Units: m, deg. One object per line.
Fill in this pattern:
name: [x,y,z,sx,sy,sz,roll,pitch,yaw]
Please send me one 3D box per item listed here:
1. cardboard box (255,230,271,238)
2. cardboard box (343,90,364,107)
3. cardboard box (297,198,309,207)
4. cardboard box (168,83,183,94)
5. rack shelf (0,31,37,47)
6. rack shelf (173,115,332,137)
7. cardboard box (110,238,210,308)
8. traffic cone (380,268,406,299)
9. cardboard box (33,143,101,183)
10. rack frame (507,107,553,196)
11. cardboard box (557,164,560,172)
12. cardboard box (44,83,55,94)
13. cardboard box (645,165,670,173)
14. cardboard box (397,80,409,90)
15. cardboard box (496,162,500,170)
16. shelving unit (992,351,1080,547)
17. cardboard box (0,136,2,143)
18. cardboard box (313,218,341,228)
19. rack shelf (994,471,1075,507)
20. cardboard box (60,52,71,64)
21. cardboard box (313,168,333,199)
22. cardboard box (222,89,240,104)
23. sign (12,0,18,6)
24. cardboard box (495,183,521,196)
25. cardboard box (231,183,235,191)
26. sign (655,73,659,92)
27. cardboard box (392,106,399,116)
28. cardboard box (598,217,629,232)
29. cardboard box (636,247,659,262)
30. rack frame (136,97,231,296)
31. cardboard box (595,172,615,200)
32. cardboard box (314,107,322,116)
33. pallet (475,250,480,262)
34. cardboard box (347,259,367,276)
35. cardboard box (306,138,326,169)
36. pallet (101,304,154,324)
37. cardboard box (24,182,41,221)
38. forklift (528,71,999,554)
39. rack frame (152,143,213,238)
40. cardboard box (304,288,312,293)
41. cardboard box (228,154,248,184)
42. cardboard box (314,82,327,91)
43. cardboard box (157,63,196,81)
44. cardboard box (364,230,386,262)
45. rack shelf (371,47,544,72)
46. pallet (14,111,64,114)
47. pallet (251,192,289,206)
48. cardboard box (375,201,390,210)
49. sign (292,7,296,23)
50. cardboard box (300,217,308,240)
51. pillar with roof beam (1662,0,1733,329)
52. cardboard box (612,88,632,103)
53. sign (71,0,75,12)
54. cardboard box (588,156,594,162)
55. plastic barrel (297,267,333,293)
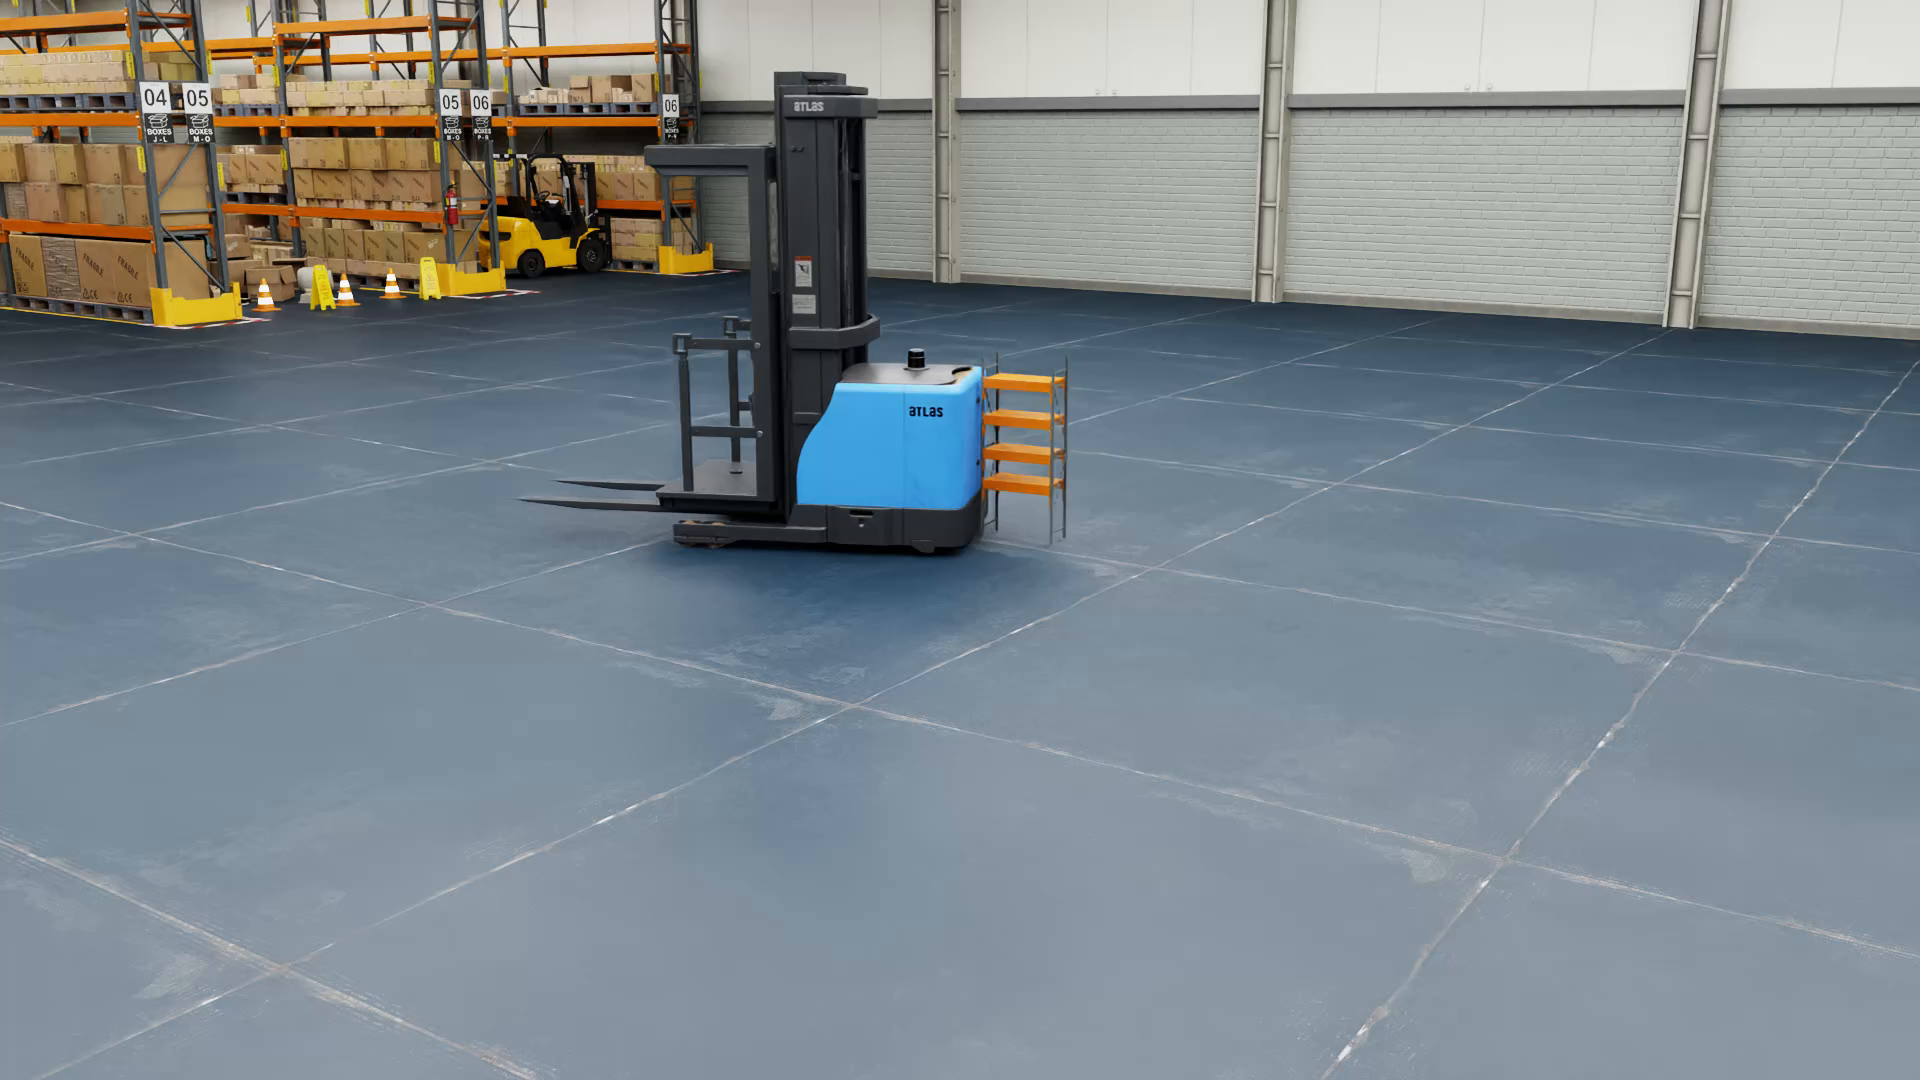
cardboard box: [-15.713,-6.927,37.623,0.250,0.149,0.380,9,16,31]
cardboard box: [-9.741,-7.238,27.269,0.500,0.250,0.500,9,17,33]
cardboard box: [-11.133,-5.800,28.533,0.250,0.149,0.380,9,17,33]
cardboard box: [-10.681,-6.187,22.774,0.250,0.149,0.380,9,17,33]
rack shelf: [-15.554,-7.664,25.387,4.000,0.370,1.077,9,17,33]
rack shelf: [-12.875,-7.403,29.741,4.000,0.370,1.077,9,17,33]
cardboard box: [-11.175,-3.741,23.242,0.875,0.875,0.875,9,17,33]
traffic cone: [-8.973,-4.061,26.264,0.334,0.463,0.336,9,17,33]
cardboard box: [-12.715,-5.418,23.907,0.550,0.550,0.875,9,17,33]
rack frame: [-8.448,-7.018,32.932,0.127,3.000,1.000,9,17,33]
cardboard box: [-7.503,-7.139,31.863,0.250,0.149,0.380,9,17,32]
cardboard box: [-12.520,-6.293,23.202,0.250,0.149,0.380,9,17,34]
cardboard box: [-5.573,-6.836,30.637,0.250,0.149,0.380,9,17,34]
cardboard box: [-8.756,-7.272,26.578,0.250,0.149,0.380,9,16,32]
cardboard box: [-9.080,-7.414,32.973,0.250,0.149,0.380,9,16,32]
shelving unit: [0.487,-0.588,10.704,0.503,1.200,0.258,6,15,24]
cardboard box: [-19.312,-8.111,33.710,0.250,0.149,0.380,9,16,32]
cardboard box: [-10.806,-5.414,28.390,0.250,0.149,0.380,9,17,34]
rack shelf: [0.487,-0.330,10.767,0.480,0.148,0.258,6,15,24]
cardboard box: [-12.099,-6.613,22.833,0.250,0.149,0.380,9,16,32]
cardboard box: [-10.576,-6.044,28.168,0.500,0.500,0.500,9,17,33]
cardboard box: [-12.620,-7.802,29.294,0.500,0.250,0.500,9,17,34]
sign: [-18.184,-10.436,31.980,0.005,0.325,0.100,9,17,33]
cardboard box: [-9.012,-6.961,33.012,0.500,0.250,0.500,10,17,34]
cardboard box: [-12.796,-6.319,29.758,0.250,0.149,0.380,9,16,31]
sign: [-5.444,-8.223,29.878,0.005,0.325,0.100,9,17,33]
cardboard box: [-8.948,-6.934,26.873,0.250,0.149,0.380,9,17,33]
cardboard box: [-6.537,-5.969,31.460,0.500,0.250,0.500,9,17,34]
cardboard box: [-5.695,-5.351,31.045,0.500,0.250,0.500,9,17,33]
rack frame: [-10.575,-4.491,22.723,0.127,3.000,1.000,9,17,33]
cardboard box: [-6.535,-6.684,31.374,0.500,0.500,0.500,9,16,32]
cardboard box: [-10.640,-7.214,28.003,0.250,0.149,0.380,9,17,33]
pallet: [-9.081,-5.756,33.635,1.213,0.211,1.003,9,17,33]
cardboard box: [-9.986,-4.624,28.109,0.500,0.250,0.500,9,16,32]
cardboard box: [-10.560,-6.531,28.057,0.500,0.500,0.700,9,17,33]
pallet: [-11.282,-3.229,23.428,1.213,0.211,1.003,9,17,33]
cardboard box: [-13.112,-4.984,24.402,0.550,0.550,0.875,9,17,33]
forklift: [-1.304,-1.487,10.730,3.031,2.935,1.130,2,14,10]
rack frame: [-14.535,-6.564,31.099,0.127,3.000,1.000,9,17,33]
cardboard box: [-10.111,-3.881,26.190,0.380,0.149,0.250,-7,15,-25]
cardboard box: [-12.564,-6.578,29.451,0.500,0.500,0.500,10,17,35]
cardboard box: [-10.487,-7.535,27.641,0.250,0.149,0.380,9,17,32]
cardboard box: [-10.832,-6.387,22.751,0.500,0.250,0.500,9,17,33]
cardboard box: [-9.556,-4.919,27.738,0.500,0.500,0.500,9,16,32]
rack shelf: [-10.108,-9.655,33.429,4.000,0.370,1.077,9,17,33]
pallet: [-18.527,-8.626,33.368,1.213,0.211,1.003,9,17,33]
pallet: [-11.768,-6.066,29.486,1.213,0.211,1.003,9,17,33]
cardboard box: [-9.426,-5.535,27.462,0.250,0.149,0.380,9,17,32]
sign: [-14.782,-11.645,36.864,0.005,0.325,0.100,9,17,33]
cardboard box: [-14.363,-6.902,36.792,0.500,0.500,0.500,9,16,32]
pillar with roof beam: [7.329,-6.395,17.928,0.400,9.000,9.100,9,17,33]
cardboard box: [-6.197,-8.210,30.700,0.258,0.266,0.396,9,17,33]
sign: [-17.561,-10.615,32.867,0.005,0.325,0.100,9,17,33]
cardboard box: [-6.820,-7.200,31.490,0.250,0.149,0.380,9,17,34]
plastic barrel: [-10.455,-4.216,26.974,0.512,0.421,0.421,-4,14,-16]
